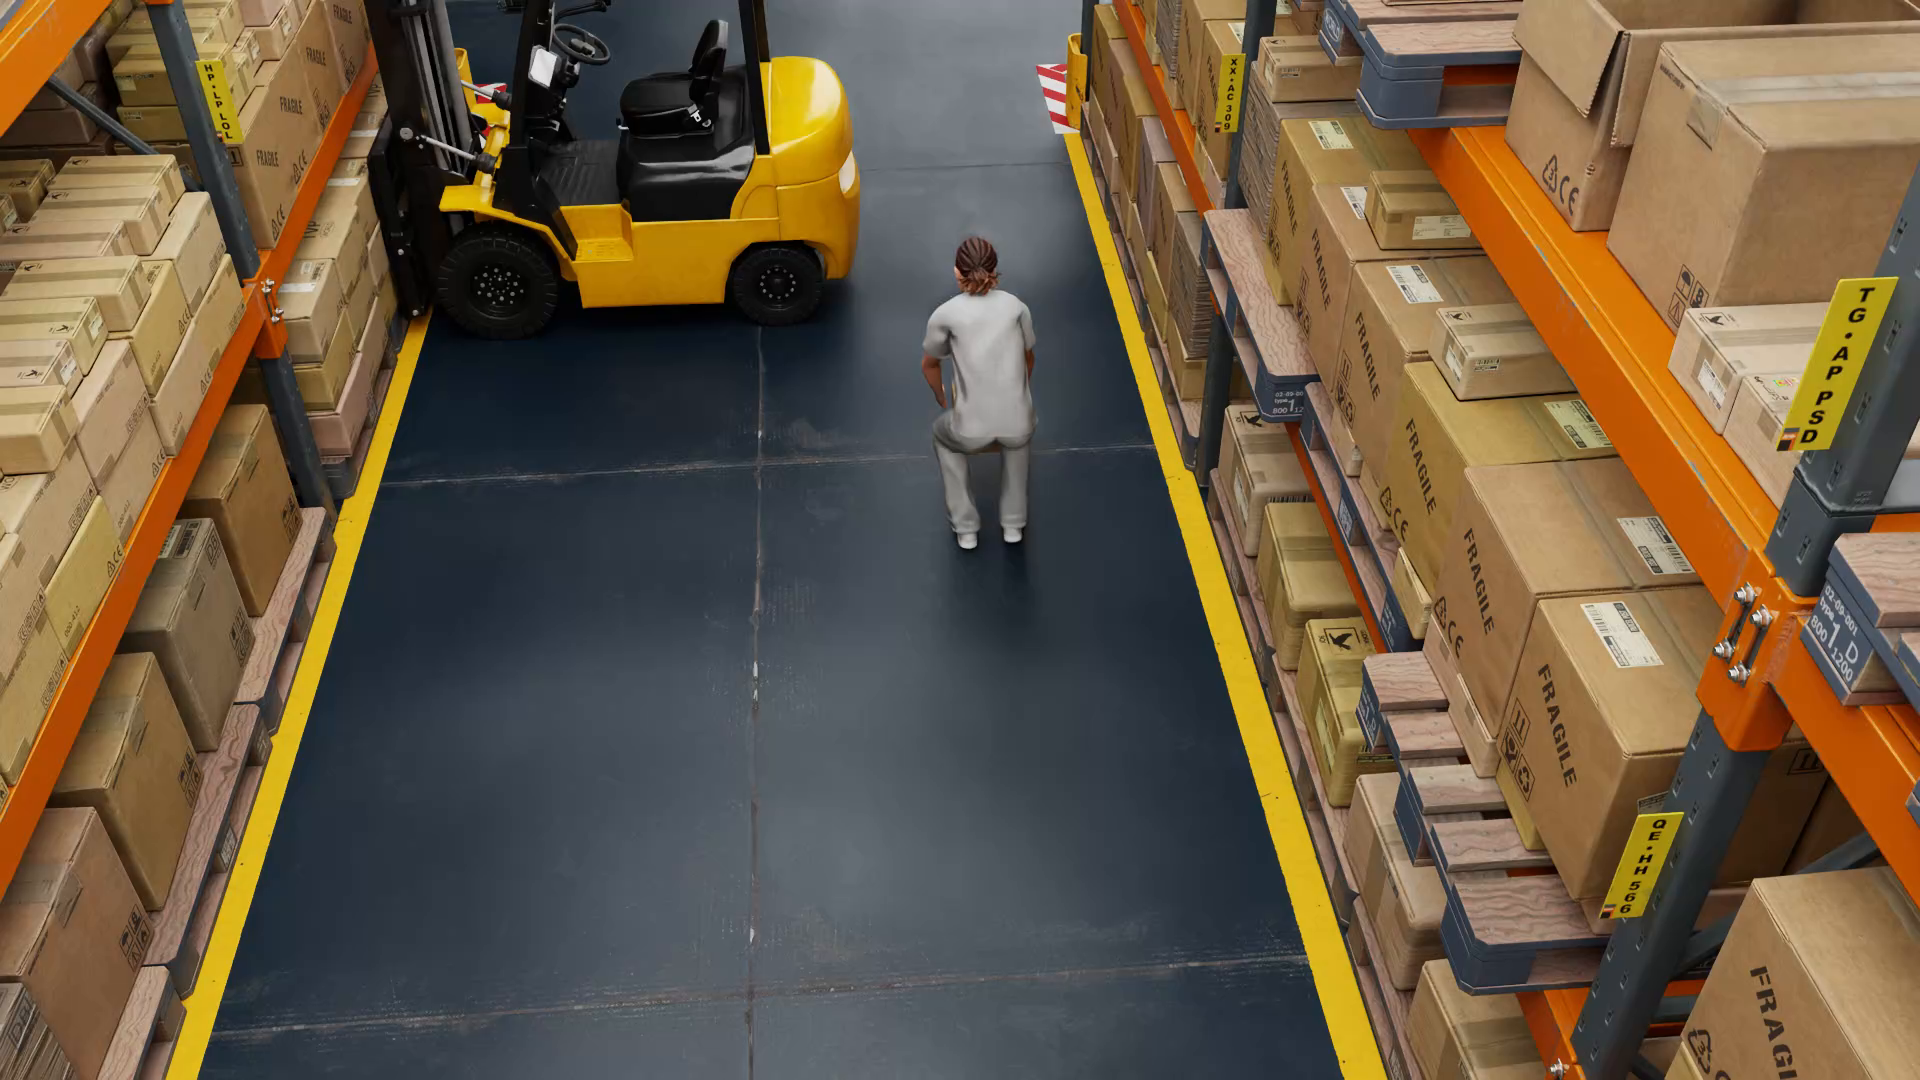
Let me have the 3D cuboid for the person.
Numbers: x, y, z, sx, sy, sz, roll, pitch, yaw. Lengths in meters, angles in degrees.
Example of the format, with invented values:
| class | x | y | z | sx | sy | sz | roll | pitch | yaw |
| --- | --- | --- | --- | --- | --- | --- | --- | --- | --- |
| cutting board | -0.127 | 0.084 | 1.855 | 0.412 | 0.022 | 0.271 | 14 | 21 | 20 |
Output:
| class | x | y | z | sx | sy | sz | roll | pitch | yaw |
| --- | --- | --- | --- | --- | --- | --- | --- | --- | --- |
| person | 0.087 | -0.593 | 7.155 | 0.491 | 1.335 | 0.665 | -3 | 39 | -4 |
